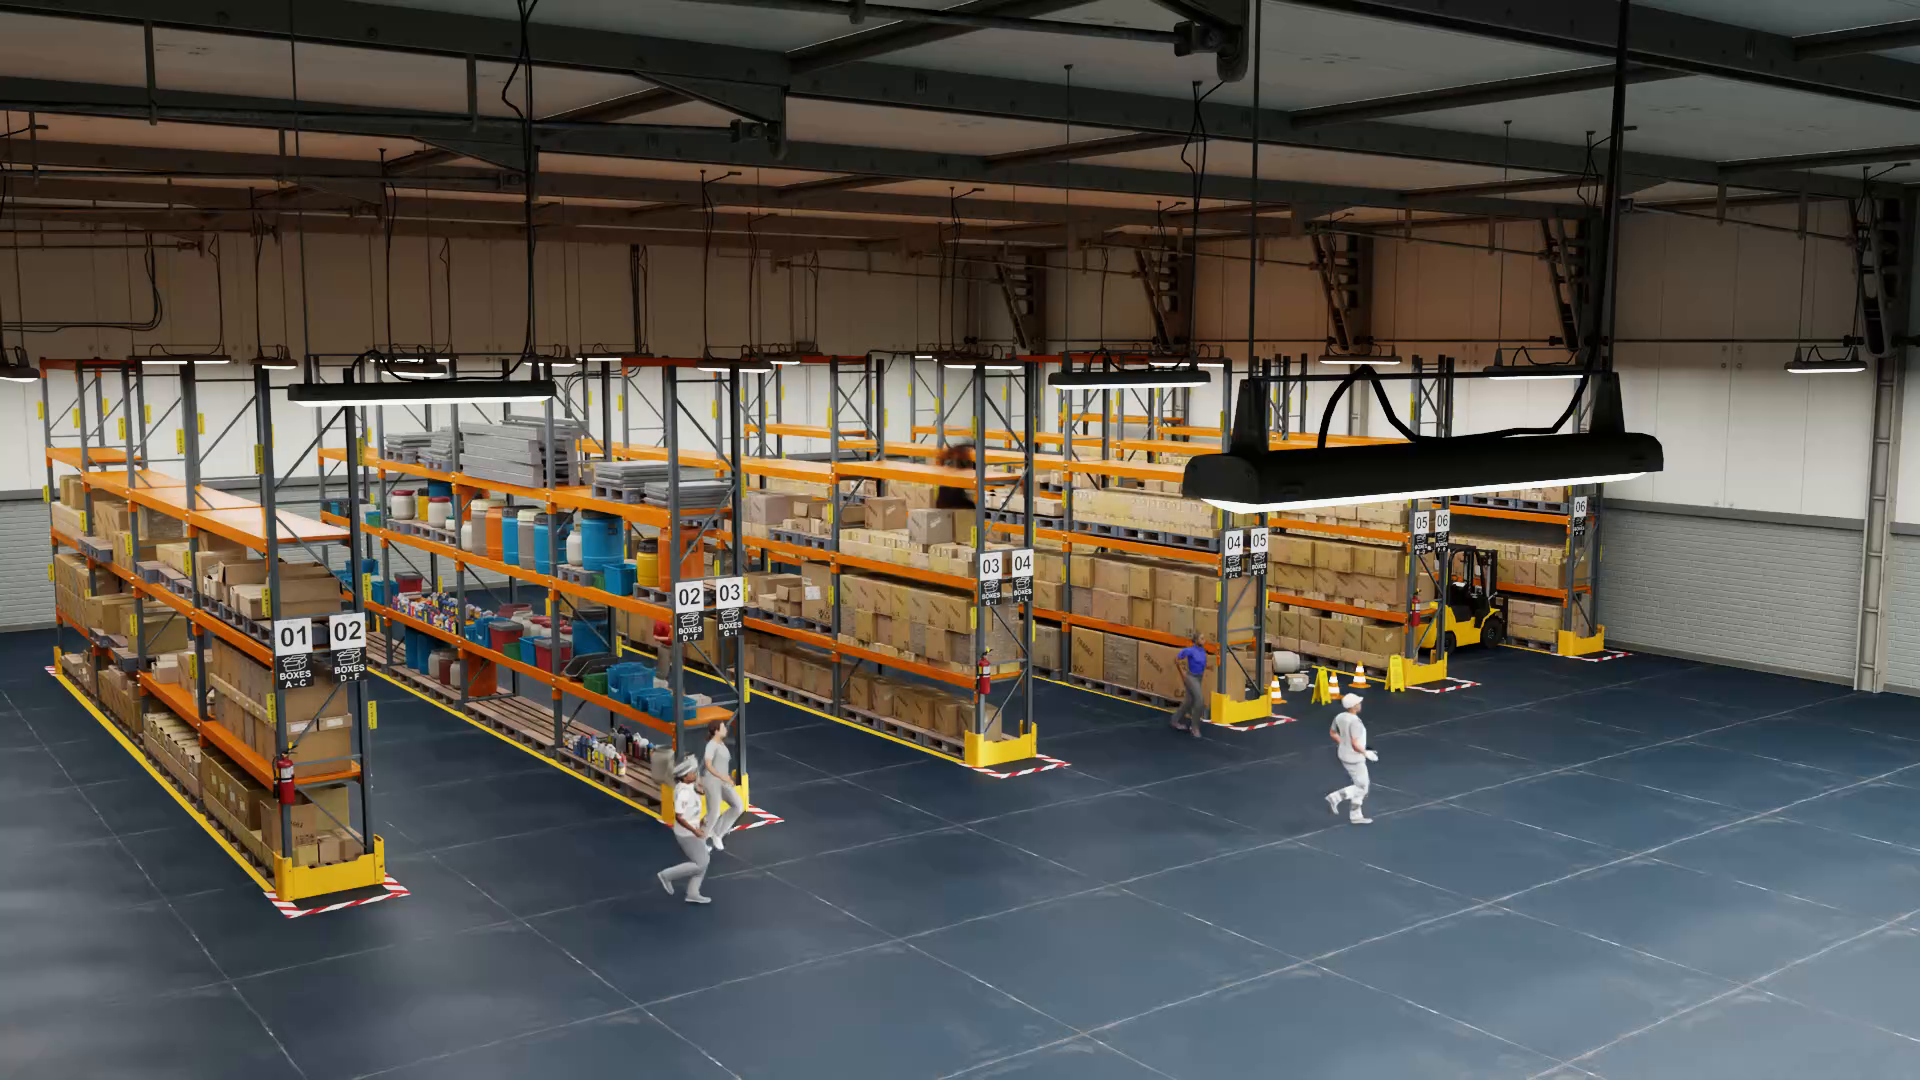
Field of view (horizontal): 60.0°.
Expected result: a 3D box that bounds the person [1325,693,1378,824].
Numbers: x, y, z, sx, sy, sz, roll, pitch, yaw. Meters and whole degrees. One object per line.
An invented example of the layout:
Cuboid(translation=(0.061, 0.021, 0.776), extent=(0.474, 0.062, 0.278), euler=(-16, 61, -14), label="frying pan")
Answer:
Cuboid(translation=(5.089, 2.865, 21.742), extent=(0.676, 1.749, 0.656), euler=(-2, 7, -12), label="person")

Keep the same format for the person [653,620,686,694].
Cuboid(translation=(-5.083, 1.972, 29.070), extent=(0.966, 1.740, 0.659), euler=(6, 9, 42), label="person")

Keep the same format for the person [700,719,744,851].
Cuboid(translation=(-3.004, 3.035, 20.733), extent=(0.613, 1.618, 0.624), euler=(2, 7, 14), label="person")

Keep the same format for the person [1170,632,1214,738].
Cuboid(translation=(3.751, 2.364, 26.867), extent=(0.754, 1.599, 0.595), euler=(5, 9, 37), label="person")

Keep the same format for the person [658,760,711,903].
Cuboid(translation=(-3.083, 3.279, 18.708), extent=(0.531, 1.654, 0.583), euler=(-1, 7, -12), label="person")
